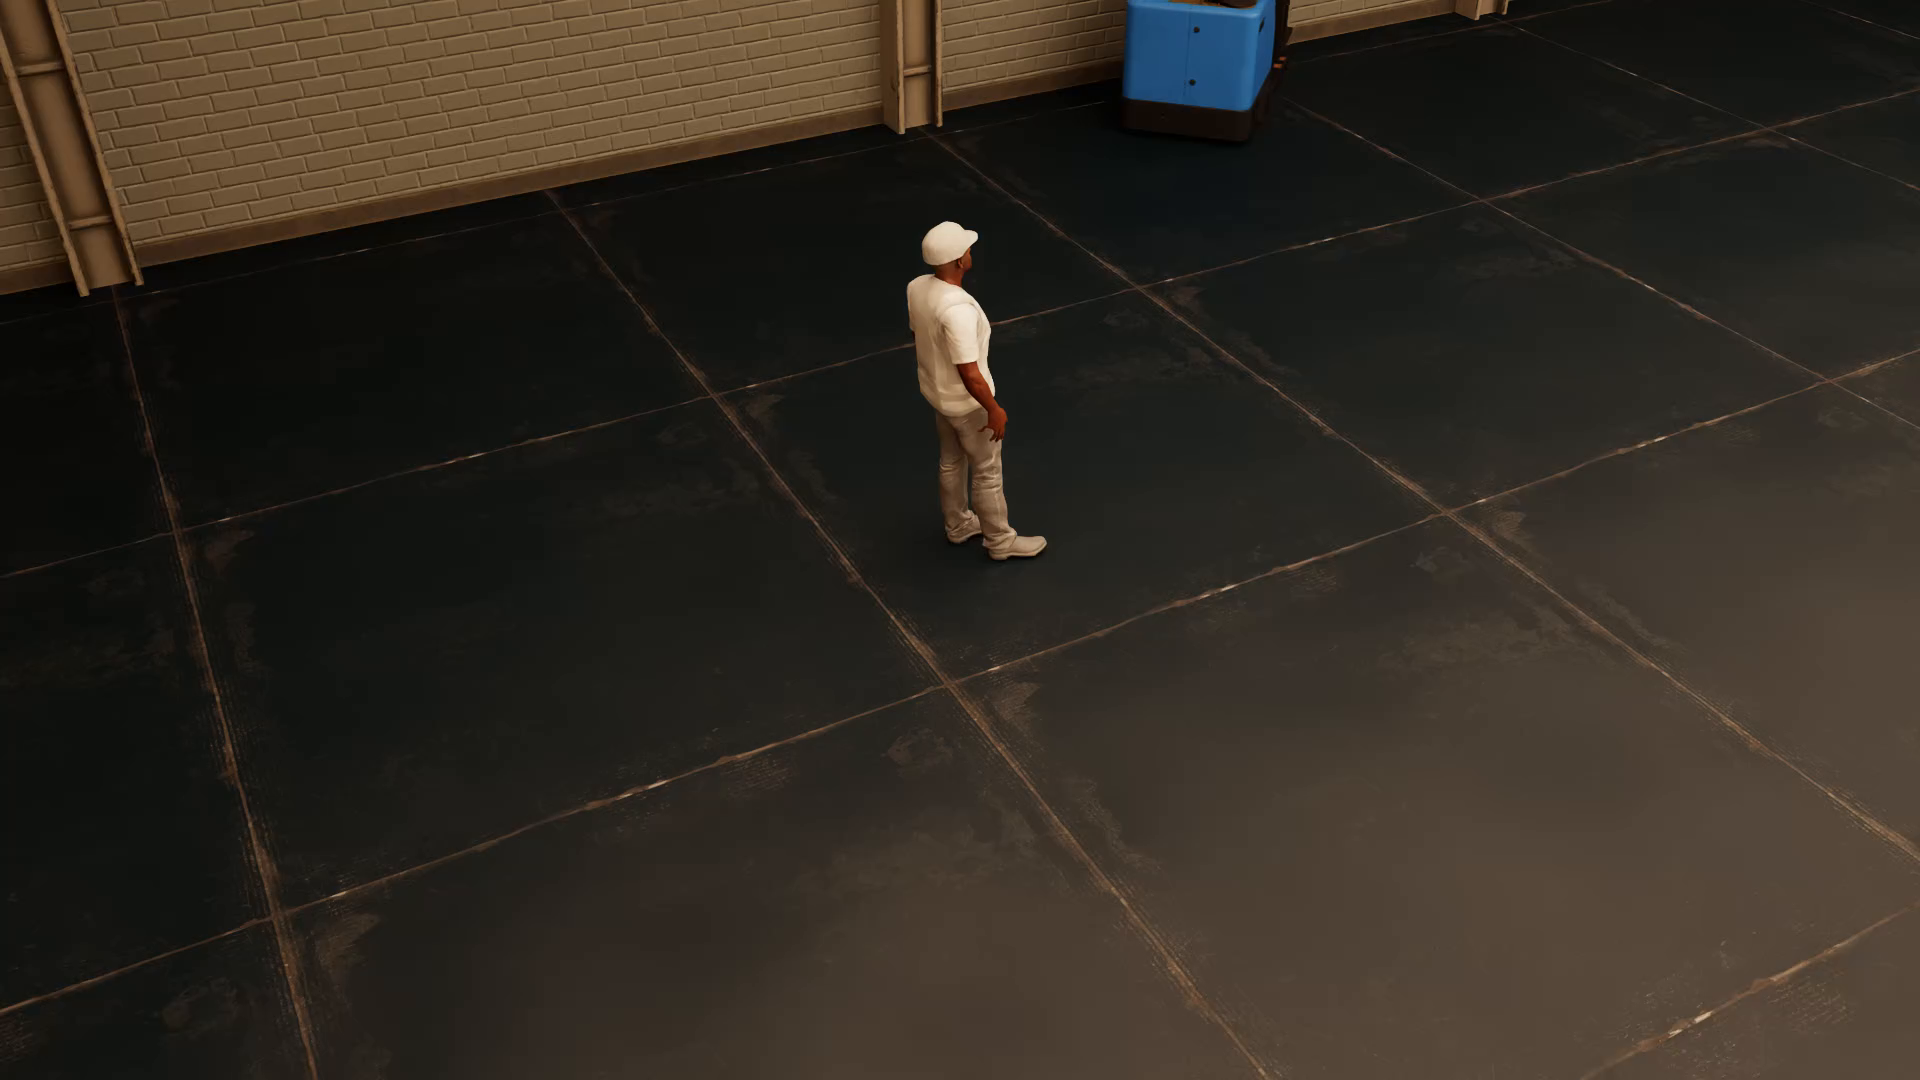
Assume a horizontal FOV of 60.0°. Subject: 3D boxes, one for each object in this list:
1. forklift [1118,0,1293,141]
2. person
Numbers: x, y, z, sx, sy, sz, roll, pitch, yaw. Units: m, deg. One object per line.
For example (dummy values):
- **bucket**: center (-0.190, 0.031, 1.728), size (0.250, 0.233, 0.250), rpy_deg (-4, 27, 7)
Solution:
- **forklift**: center (2.196, -5.142, 13.398), size (1.130, 2.935, 3.031), rpy_deg (11, 37, 15)
- **person**: center (0.064, -0.743, 8.170), size (0.577, 1.765, 0.665), rpy_deg (-17, 39, -23)
